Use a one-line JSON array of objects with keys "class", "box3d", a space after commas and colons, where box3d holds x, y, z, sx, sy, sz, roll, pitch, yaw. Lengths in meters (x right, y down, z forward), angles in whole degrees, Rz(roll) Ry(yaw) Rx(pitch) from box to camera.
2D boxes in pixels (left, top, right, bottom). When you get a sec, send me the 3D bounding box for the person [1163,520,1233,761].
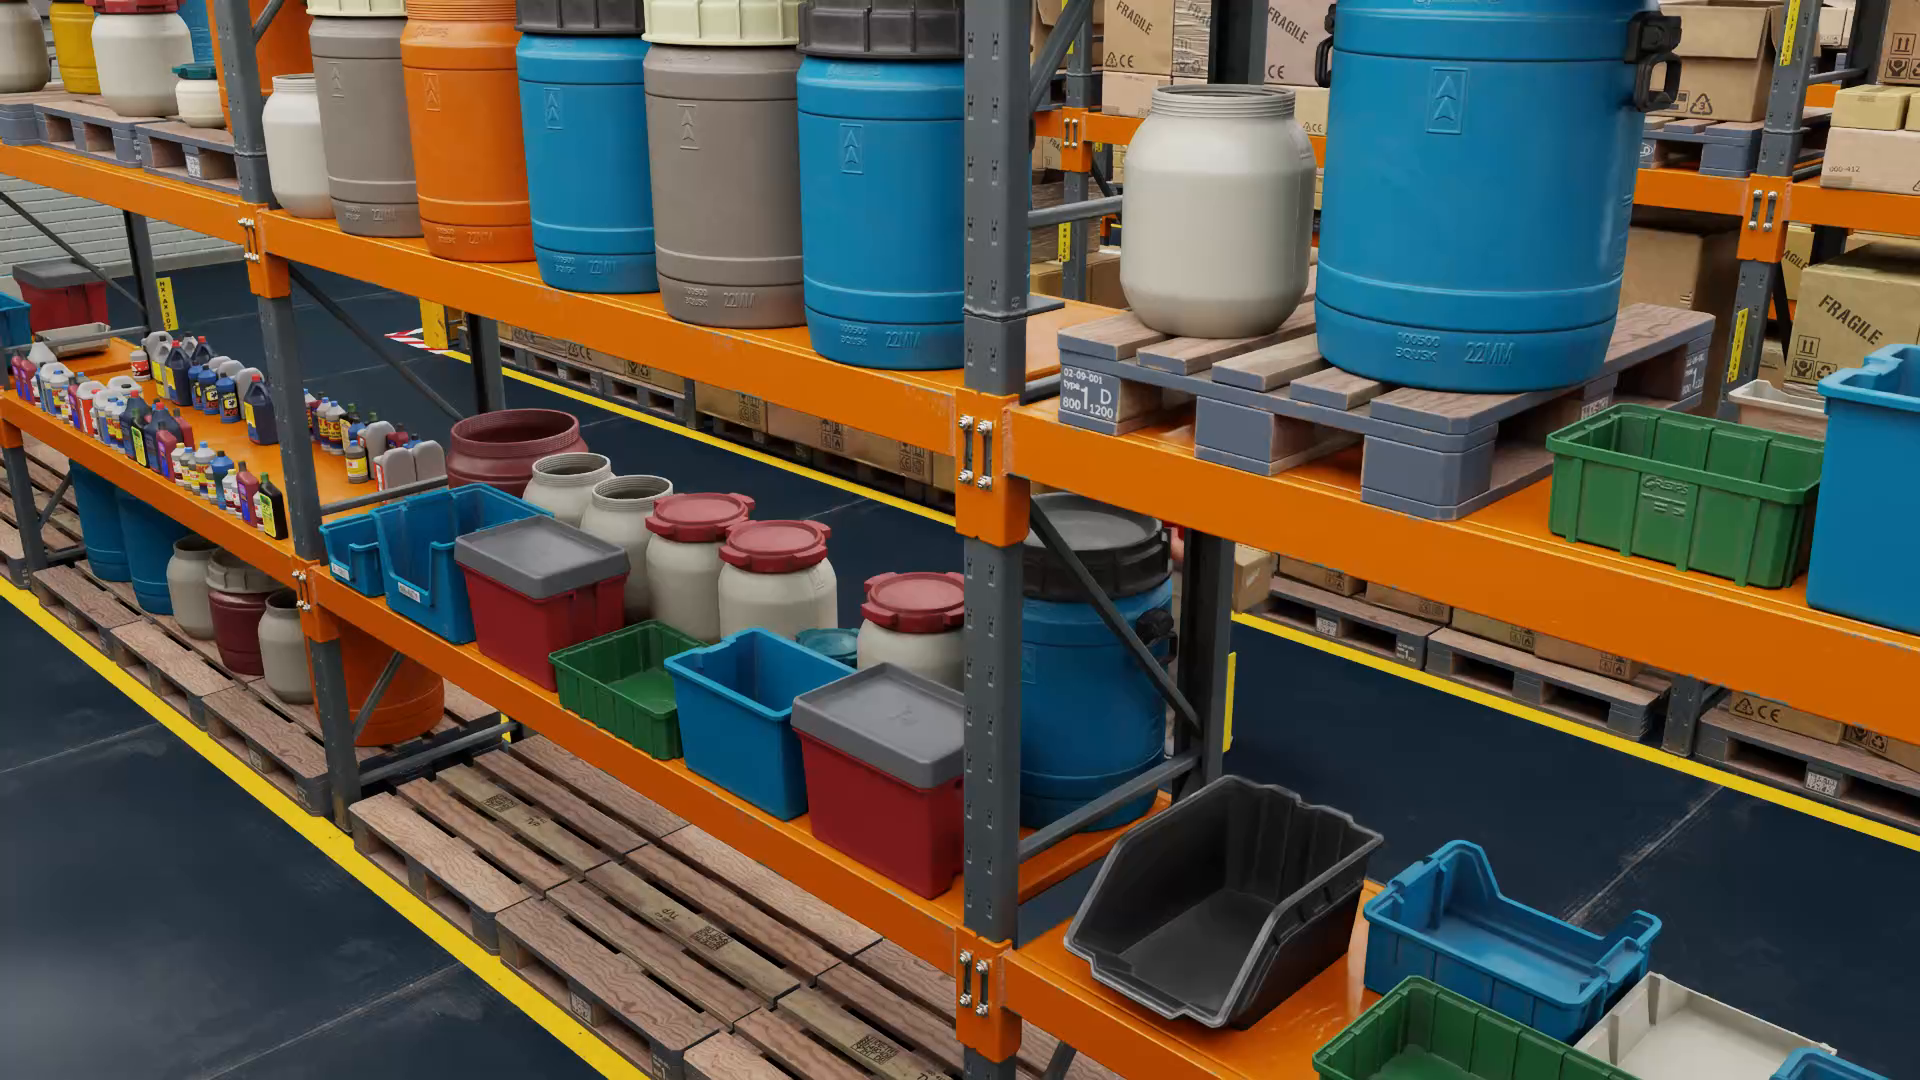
[{"class": "person", "box3d": [1.174, 0.219, 8.009, 0.524, 1.727, 0.518, 19, 27, 41]}]
